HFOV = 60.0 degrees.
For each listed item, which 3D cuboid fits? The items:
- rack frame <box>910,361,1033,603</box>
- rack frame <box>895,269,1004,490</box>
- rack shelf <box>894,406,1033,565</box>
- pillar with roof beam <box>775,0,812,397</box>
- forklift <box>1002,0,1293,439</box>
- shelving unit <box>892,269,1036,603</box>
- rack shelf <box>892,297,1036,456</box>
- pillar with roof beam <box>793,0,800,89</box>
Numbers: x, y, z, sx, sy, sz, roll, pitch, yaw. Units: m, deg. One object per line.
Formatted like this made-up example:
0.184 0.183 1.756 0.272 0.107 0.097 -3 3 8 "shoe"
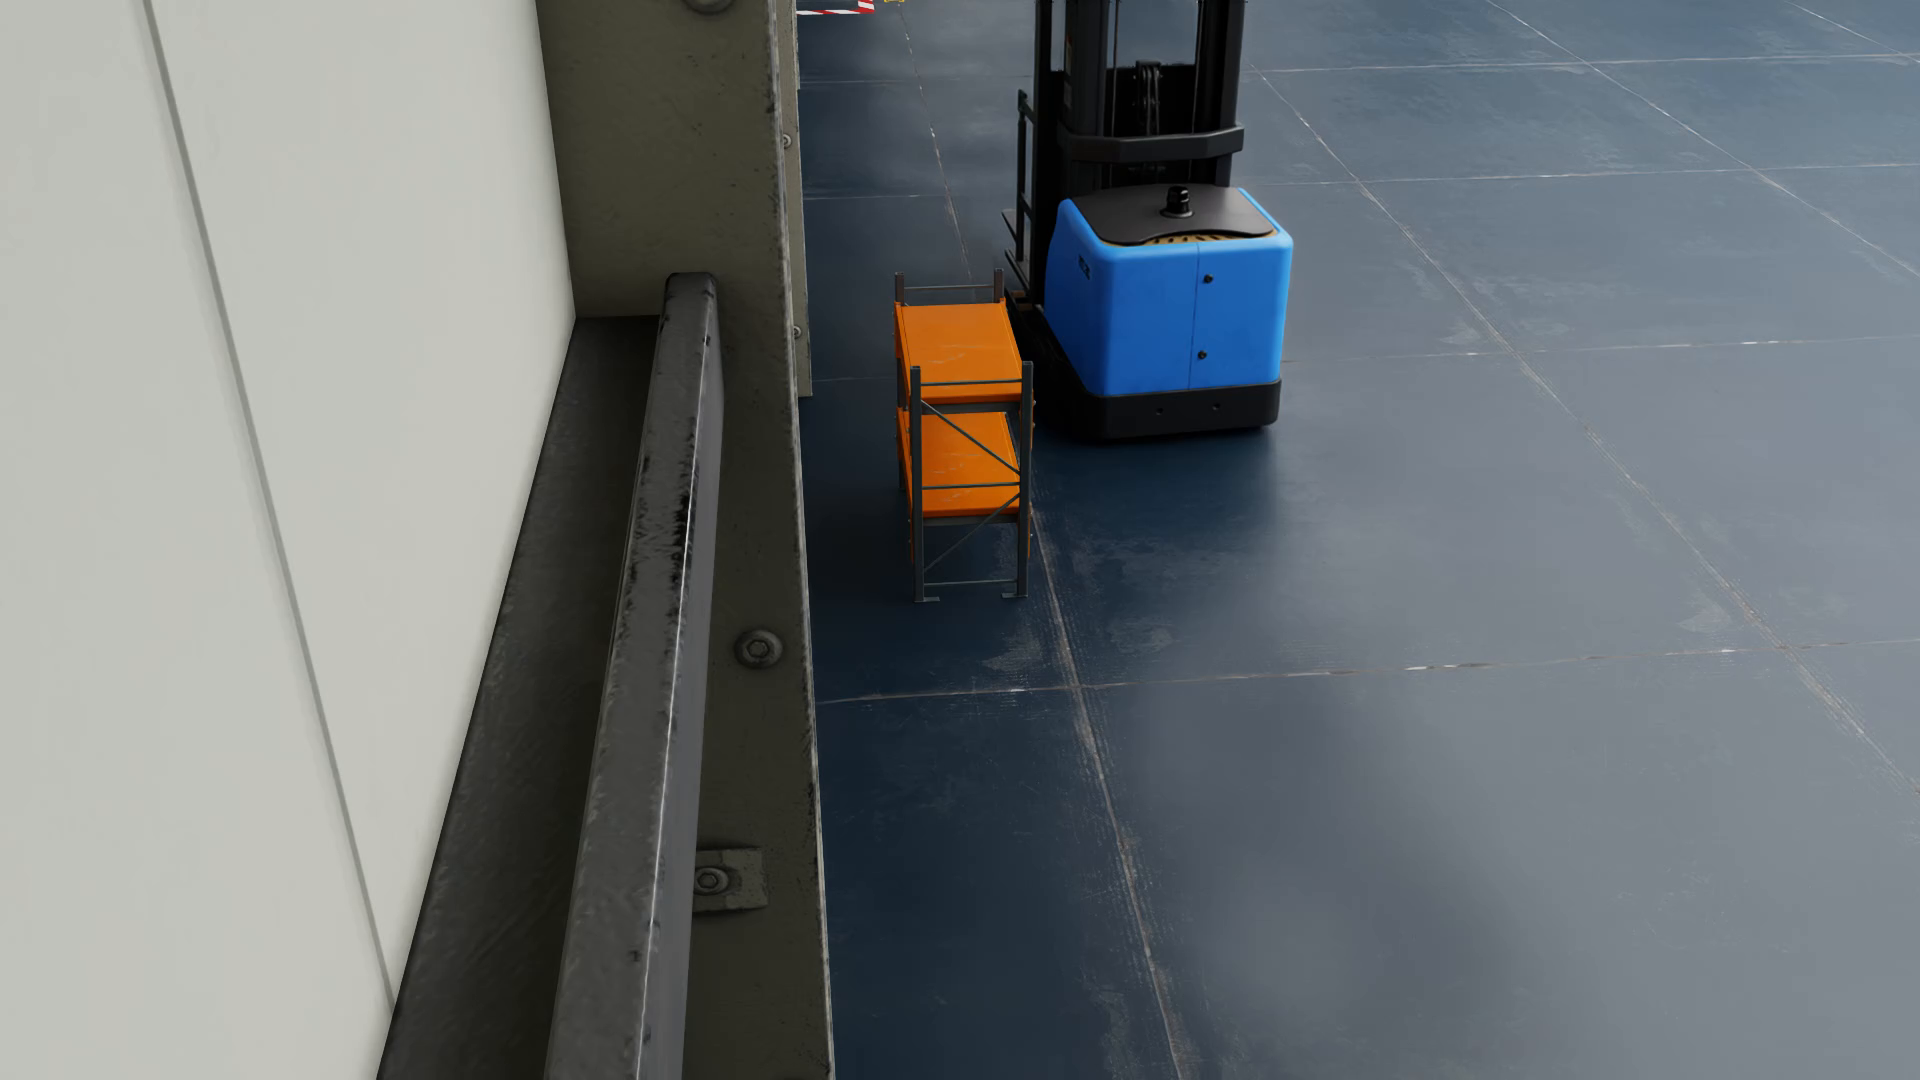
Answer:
0.047 -0.227 7.033 0.500 1.125 0.032 -3 31 -5 "rack frame"
-0.048 -0.746 7.902 0.500 1.125 0.032 -3 31 -5 "rack frame"
-0.001 -0.276 7.593 0.538 0.278 1.000 -3 31 -5 "rack shelf"
3.308 -4.948 7.259 9.100 9.000 0.400 -3 31 -5 "pillar with roof beam"
0.887 -2.513 9.098 1.130 2.935 3.031 -5 31 -9 "forklift"
-0.001 -0.486 7.467 0.538 1.125 1.048 -3 31 -5 "shelving unit"
-0.001 -0.738 7.317 0.538 0.278 1.000 -3 31 -5 "rack shelf"
2.747 -8.012 12.388 9.100 9.000 0.400 -3 31 -5 "pillar with roof beam"
